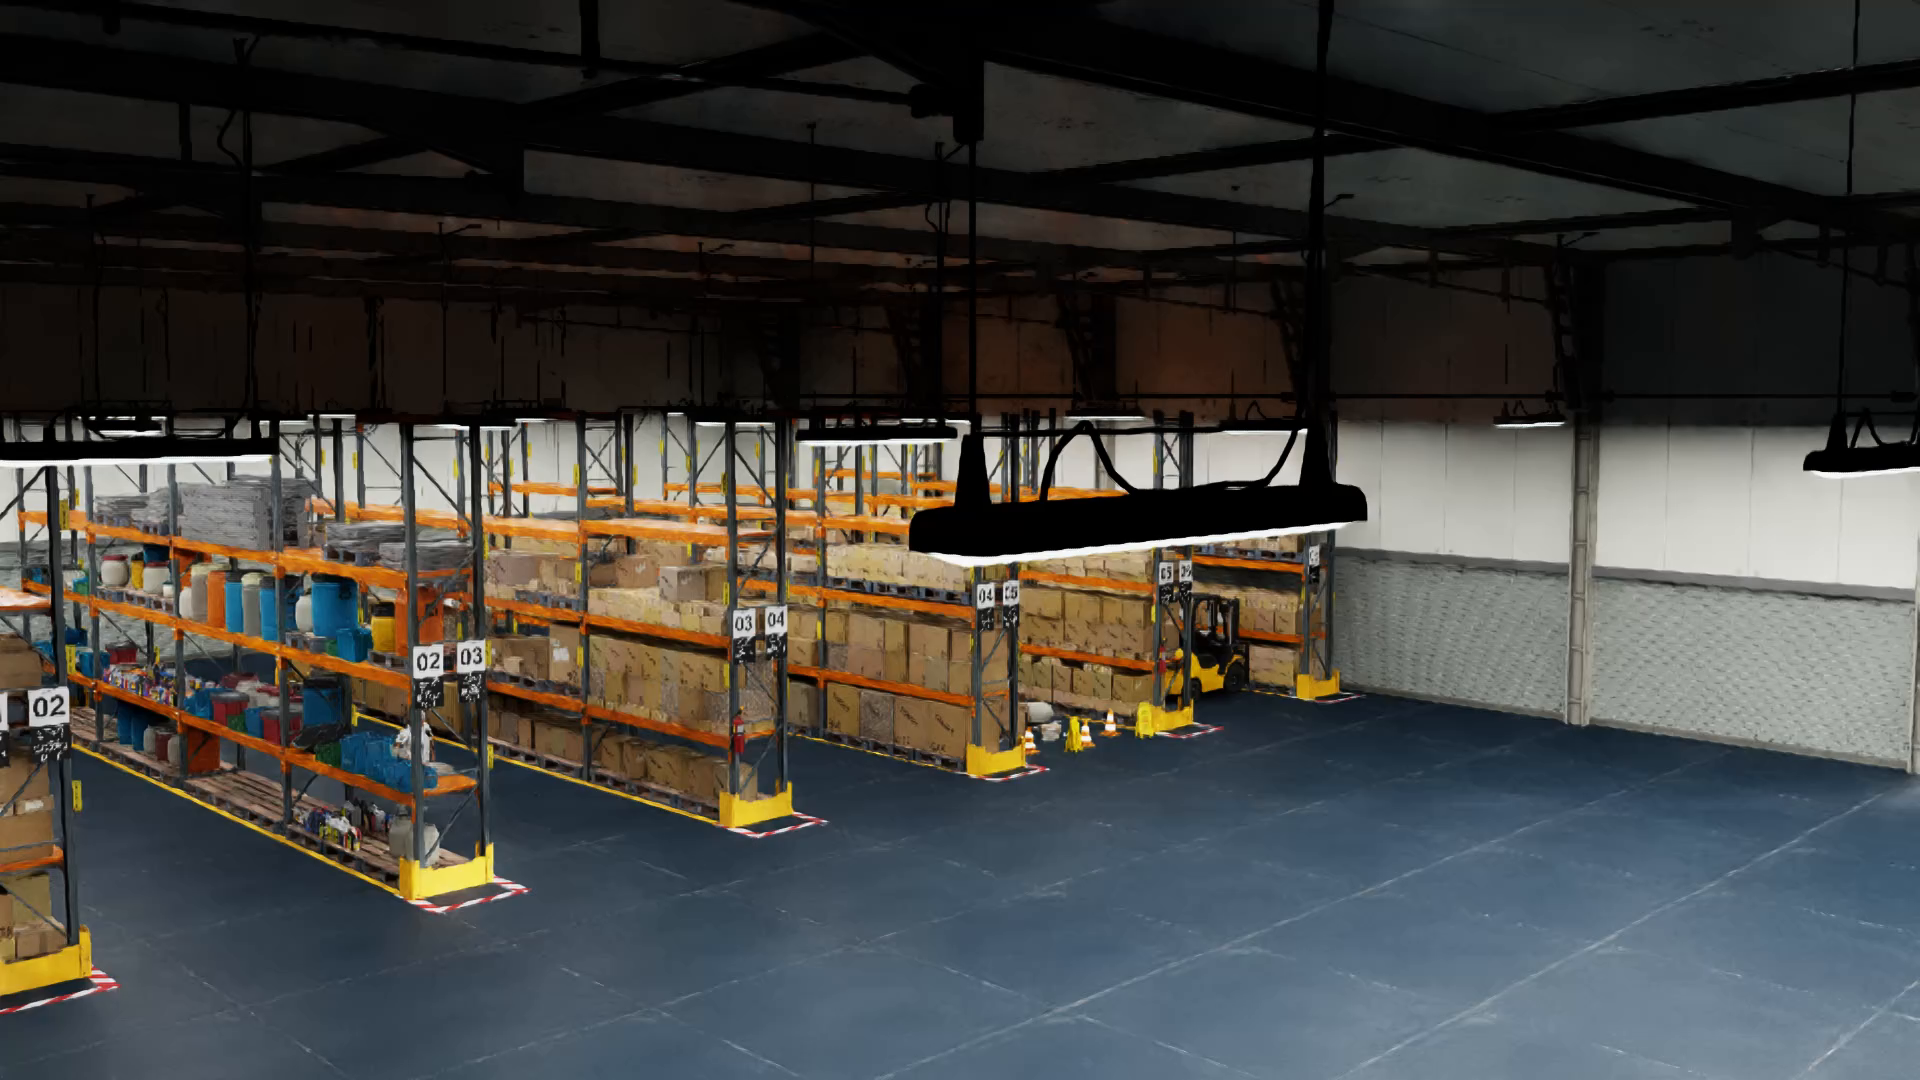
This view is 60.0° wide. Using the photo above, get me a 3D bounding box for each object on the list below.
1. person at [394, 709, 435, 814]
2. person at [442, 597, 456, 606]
[{"bbox_3d":[-8.244,3.347,25.208,0.565,1.610,0.626,4,7,40],"label":"person"},{"bbox_3d":[-12.736,1.915,41.065,0.574,1.721,0.955,-2,5,-23],"label":"person"}]
